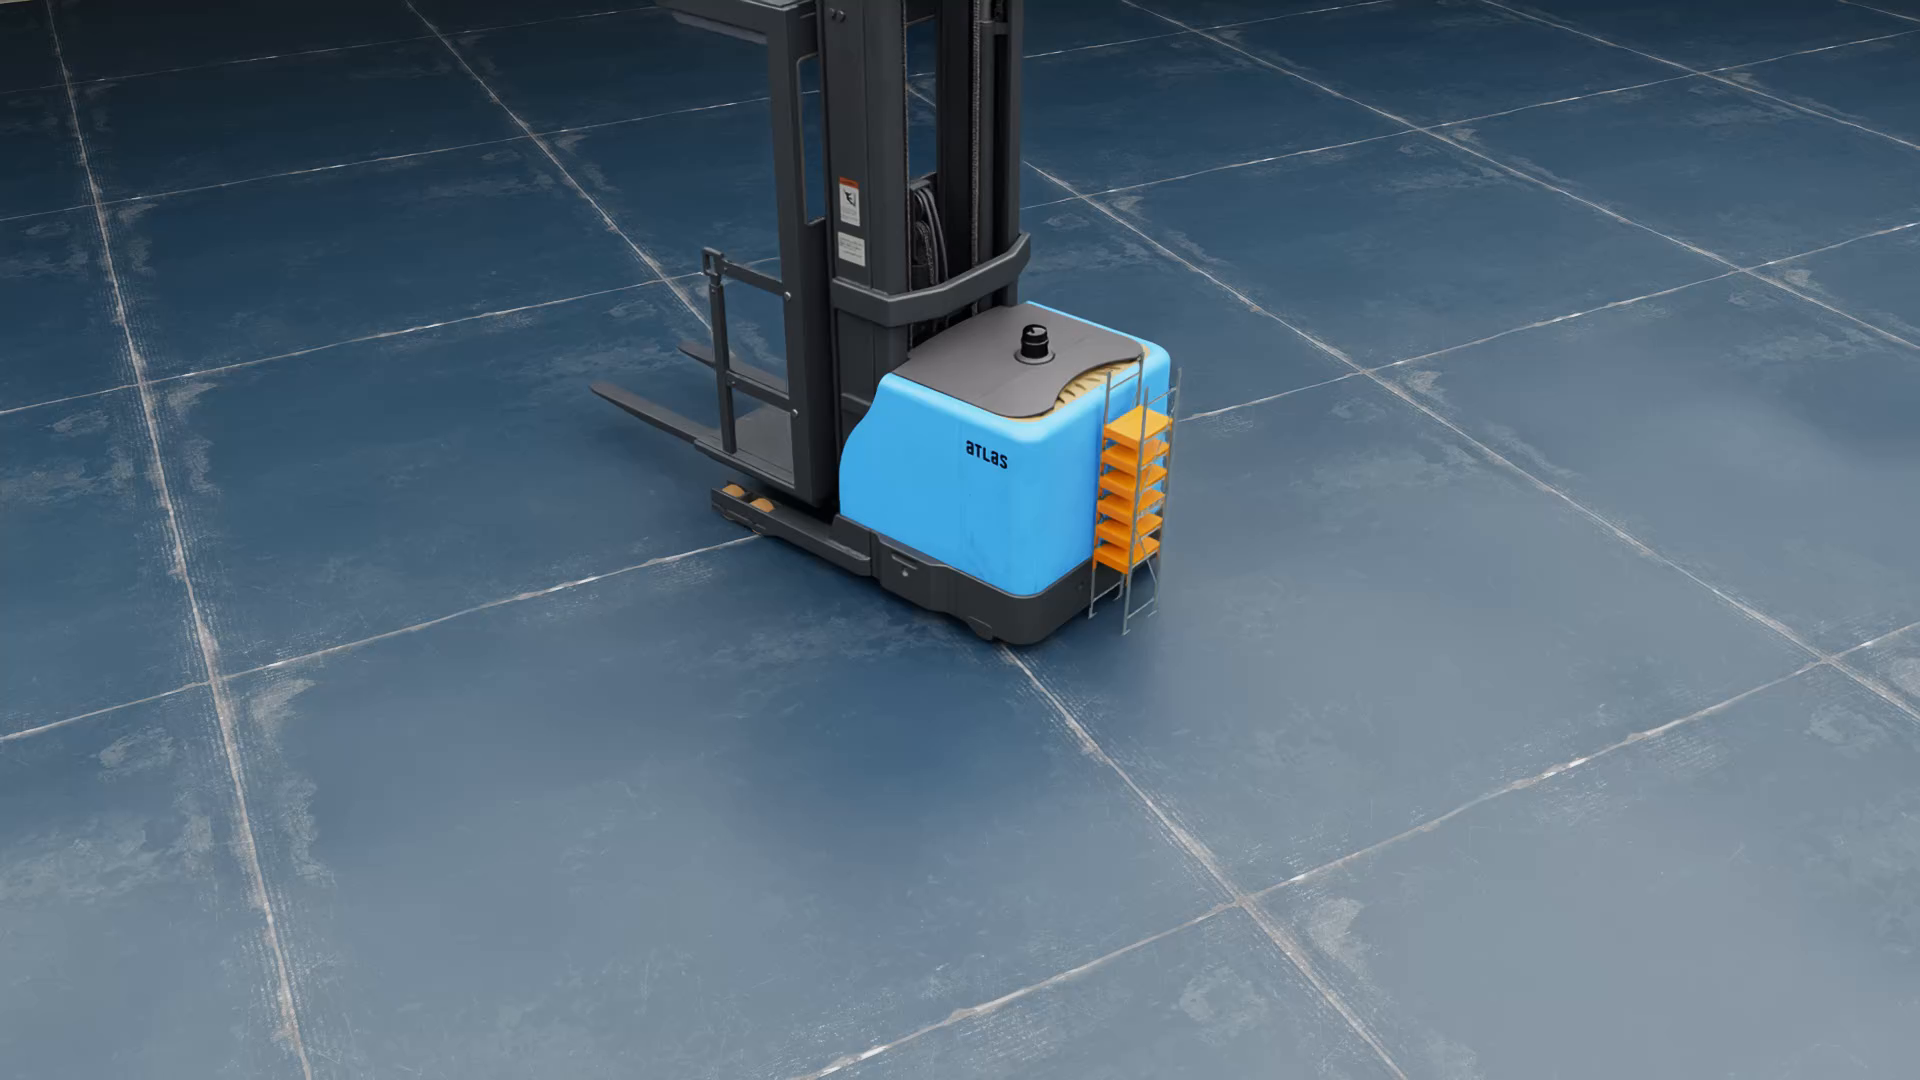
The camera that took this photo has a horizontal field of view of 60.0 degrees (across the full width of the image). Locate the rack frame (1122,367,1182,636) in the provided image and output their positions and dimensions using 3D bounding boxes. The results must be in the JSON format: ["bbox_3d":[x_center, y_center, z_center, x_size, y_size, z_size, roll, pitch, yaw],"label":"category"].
[{"bbox_3d":[0.786,-0.137,6.852,0.006,1.200,0.240,27,41,33],"label":"rack frame"}]

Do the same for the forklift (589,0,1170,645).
[{"bbox_3d":[-0.547,-1.455,7.304,3.031,2.935,1.130,24,40,33],"label":"forklift"}]

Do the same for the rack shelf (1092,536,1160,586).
[{"bbox_3d":[0.712,0.065,7.059,0.180,0.103,0.258,27,41,33],"label":"rack shelf"}]

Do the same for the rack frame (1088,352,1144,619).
[{"bbox_3d":[0.649,-0.207,6.951,0.006,1.200,0.240,27,41,33],"label":"rack frame"}]

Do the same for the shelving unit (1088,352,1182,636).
[{"bbox_3d":[0.718,-0.172,6.902,0.189,1.200,0.258,27,41,33],"label":"shelving unit"}]

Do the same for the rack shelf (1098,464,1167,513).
[{"bbox_3d":[0.719,-0.235,6.860,0.180,0.103,0.258,27,41,33],"label":"rack shelf"}]

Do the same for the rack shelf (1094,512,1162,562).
[{"bbox_3d":[0.714,-0.035,6.993,0.180,0.103,0.258,27,41,33],"label":"rack shelf"}]

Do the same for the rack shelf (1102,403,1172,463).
[{"bbox_3d":[0.724,-0.435,6.727,0.180,0.103,0.258,27,41,33],"label":"rack shelf"}]

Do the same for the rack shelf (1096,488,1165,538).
[{"bbox_3d":[0.717,-0.135,6.926,0.180,0.103,0.258,27,41,33],"label":"rack shelf"}]

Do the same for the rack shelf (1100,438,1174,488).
[{"bbox_3d":[0.722,-0.335,6.793,0.180,0.103,0.258,27,41,33],"label":"rack shelf"}]
